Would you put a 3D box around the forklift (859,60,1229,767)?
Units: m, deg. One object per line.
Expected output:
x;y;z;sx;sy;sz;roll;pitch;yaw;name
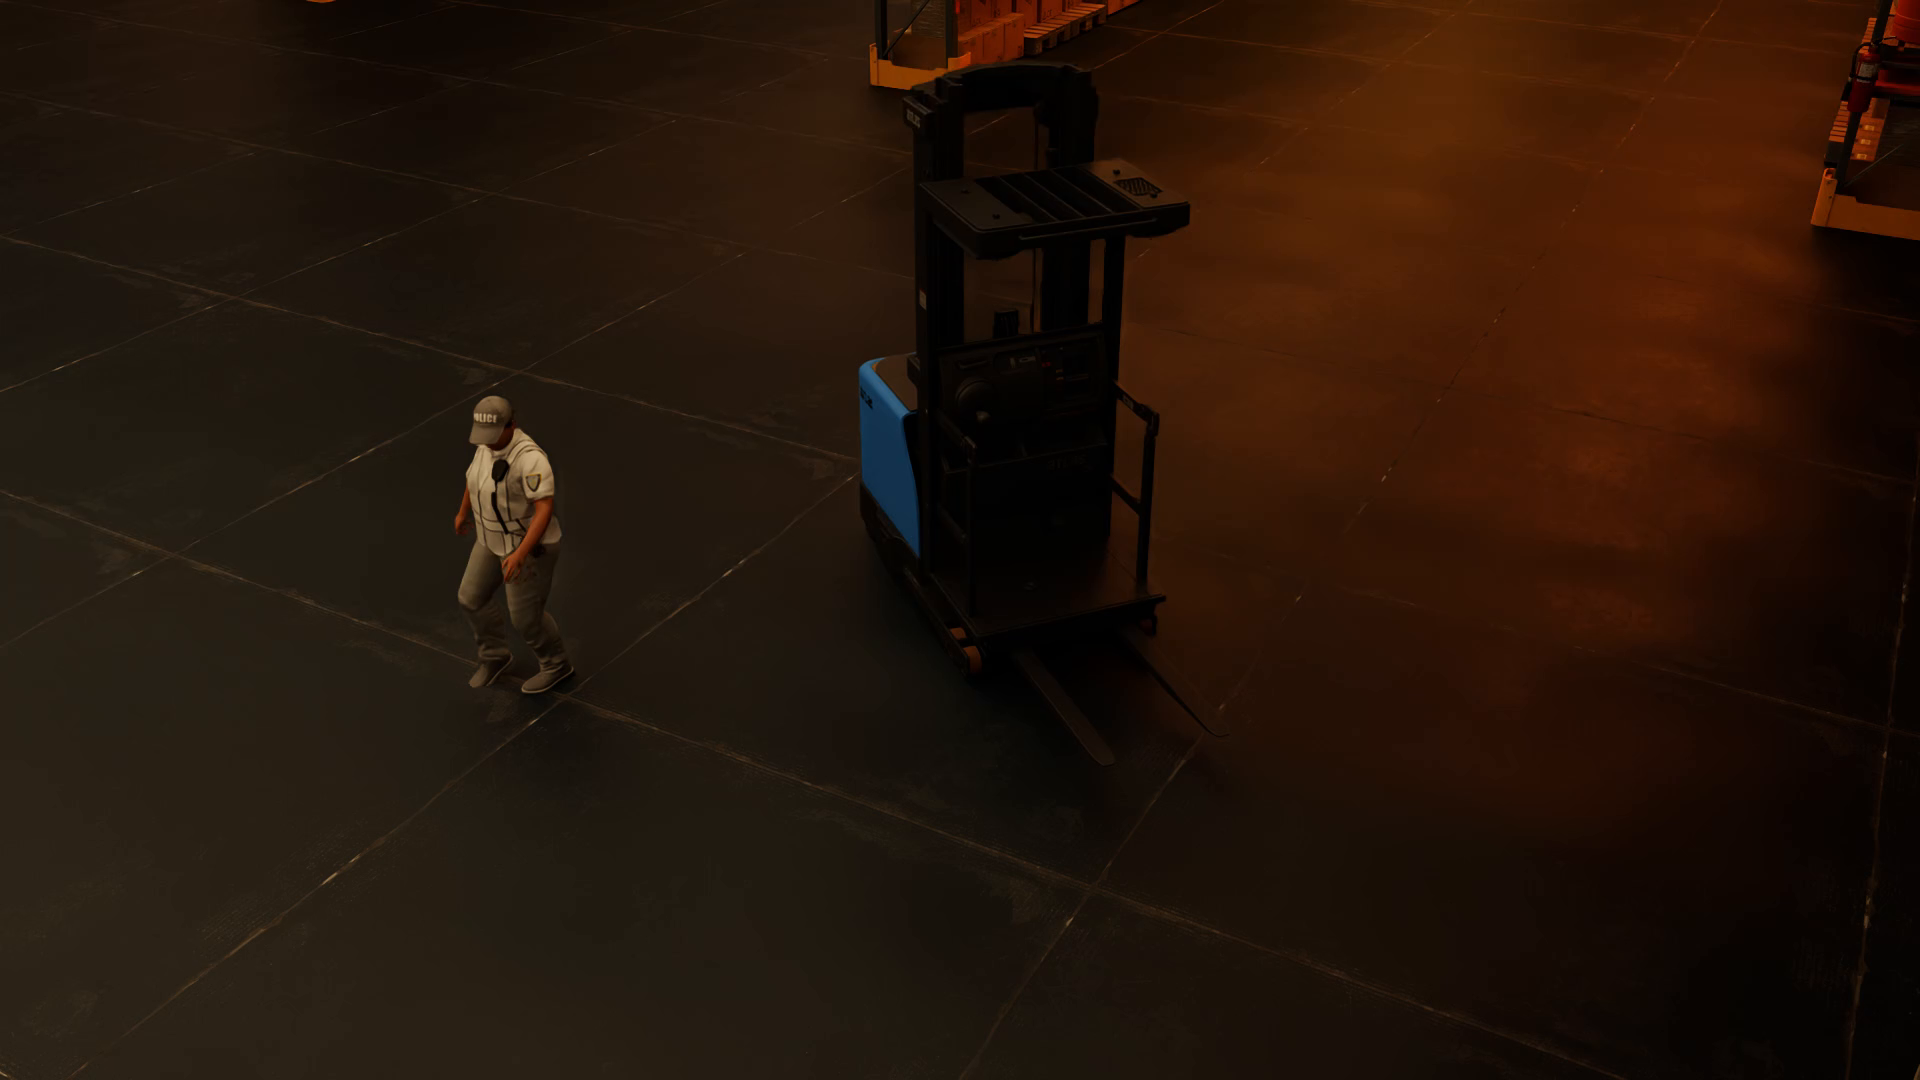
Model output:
0.415;-0.788;8.435;1.130;2.935;3.031;-11;32;-19;forklift

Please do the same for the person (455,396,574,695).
-2.268;0.061;8.321;0.517;1.693;0.880;-25;38;-36;person
